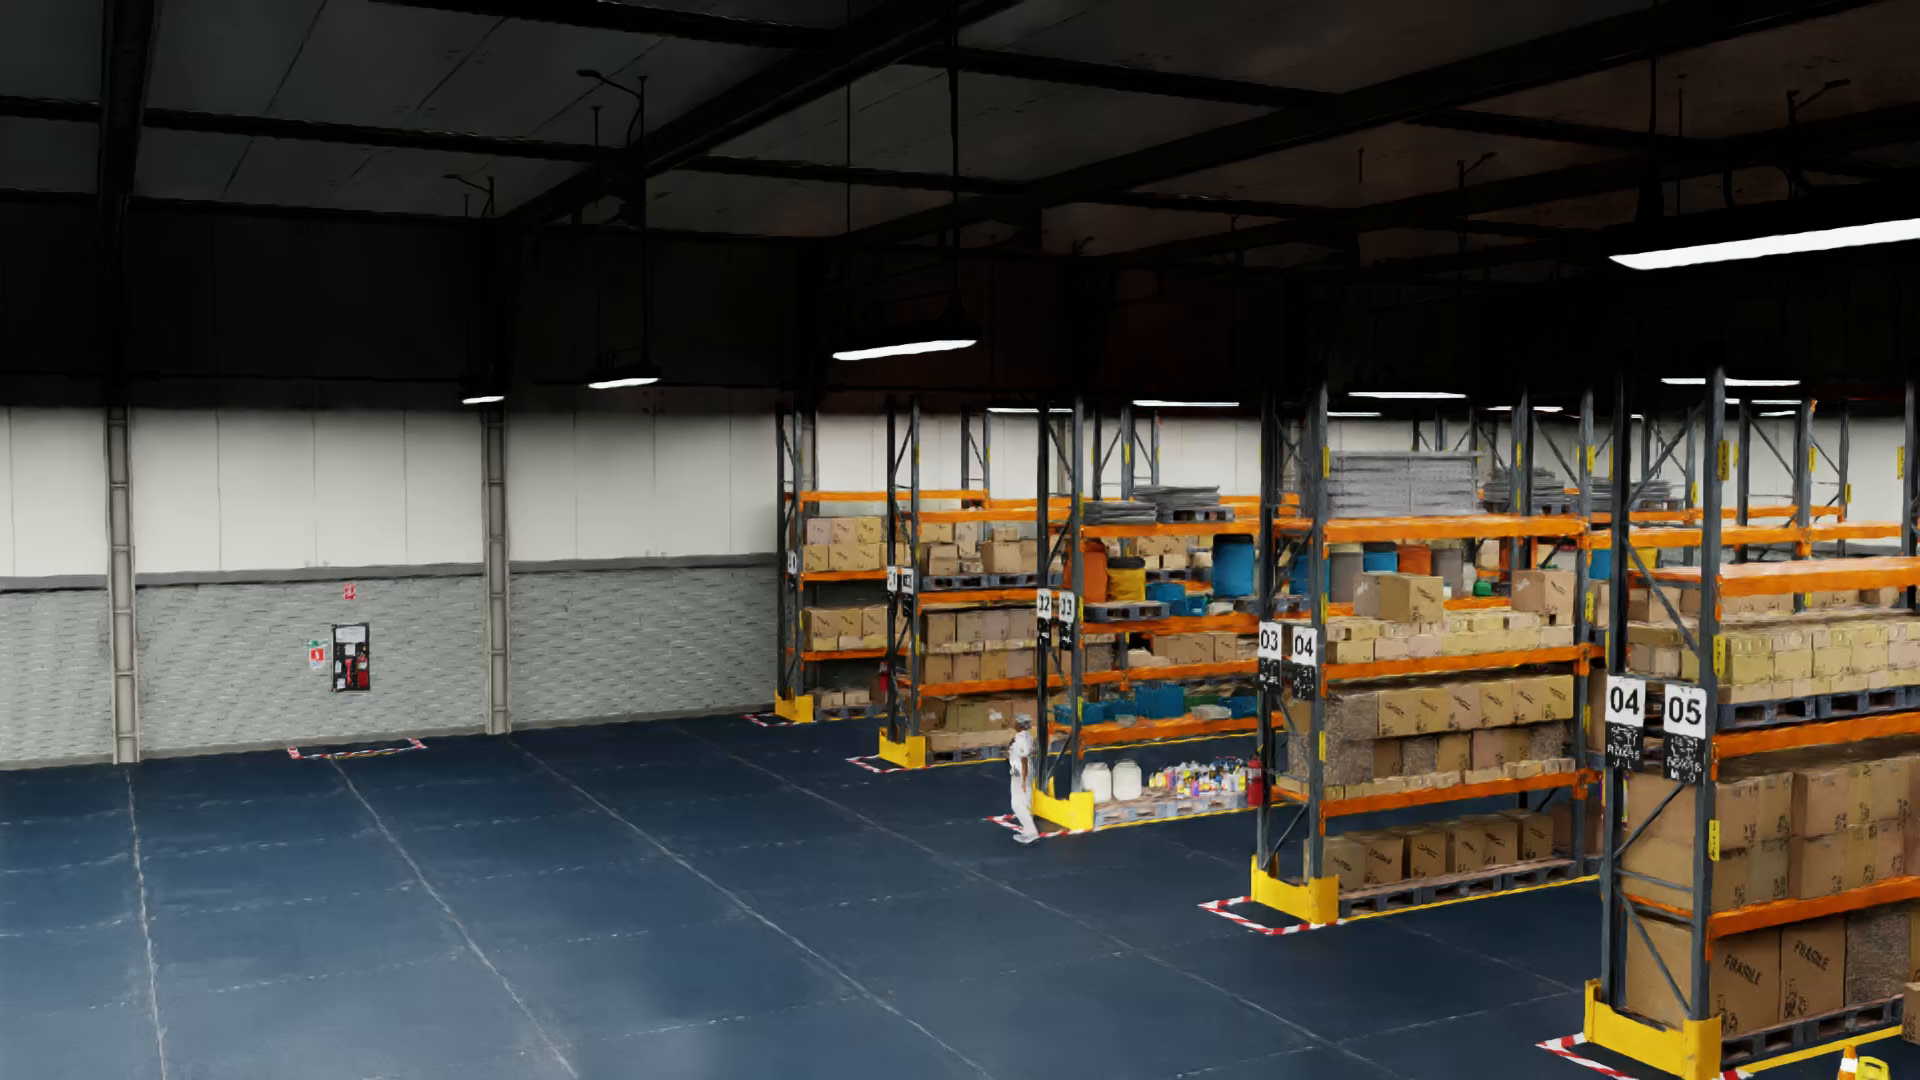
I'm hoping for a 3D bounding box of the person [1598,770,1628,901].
[{"bbox_3d":[7.505,3.192,18.864,0.684,1.768,0.394,-3,4,-43],"label":"person"}]

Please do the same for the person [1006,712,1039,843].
[{"bbox_3d":[0.845,3.102,21.723,0.456,1.670,0.588,1,3,17],"label":"person"}]
